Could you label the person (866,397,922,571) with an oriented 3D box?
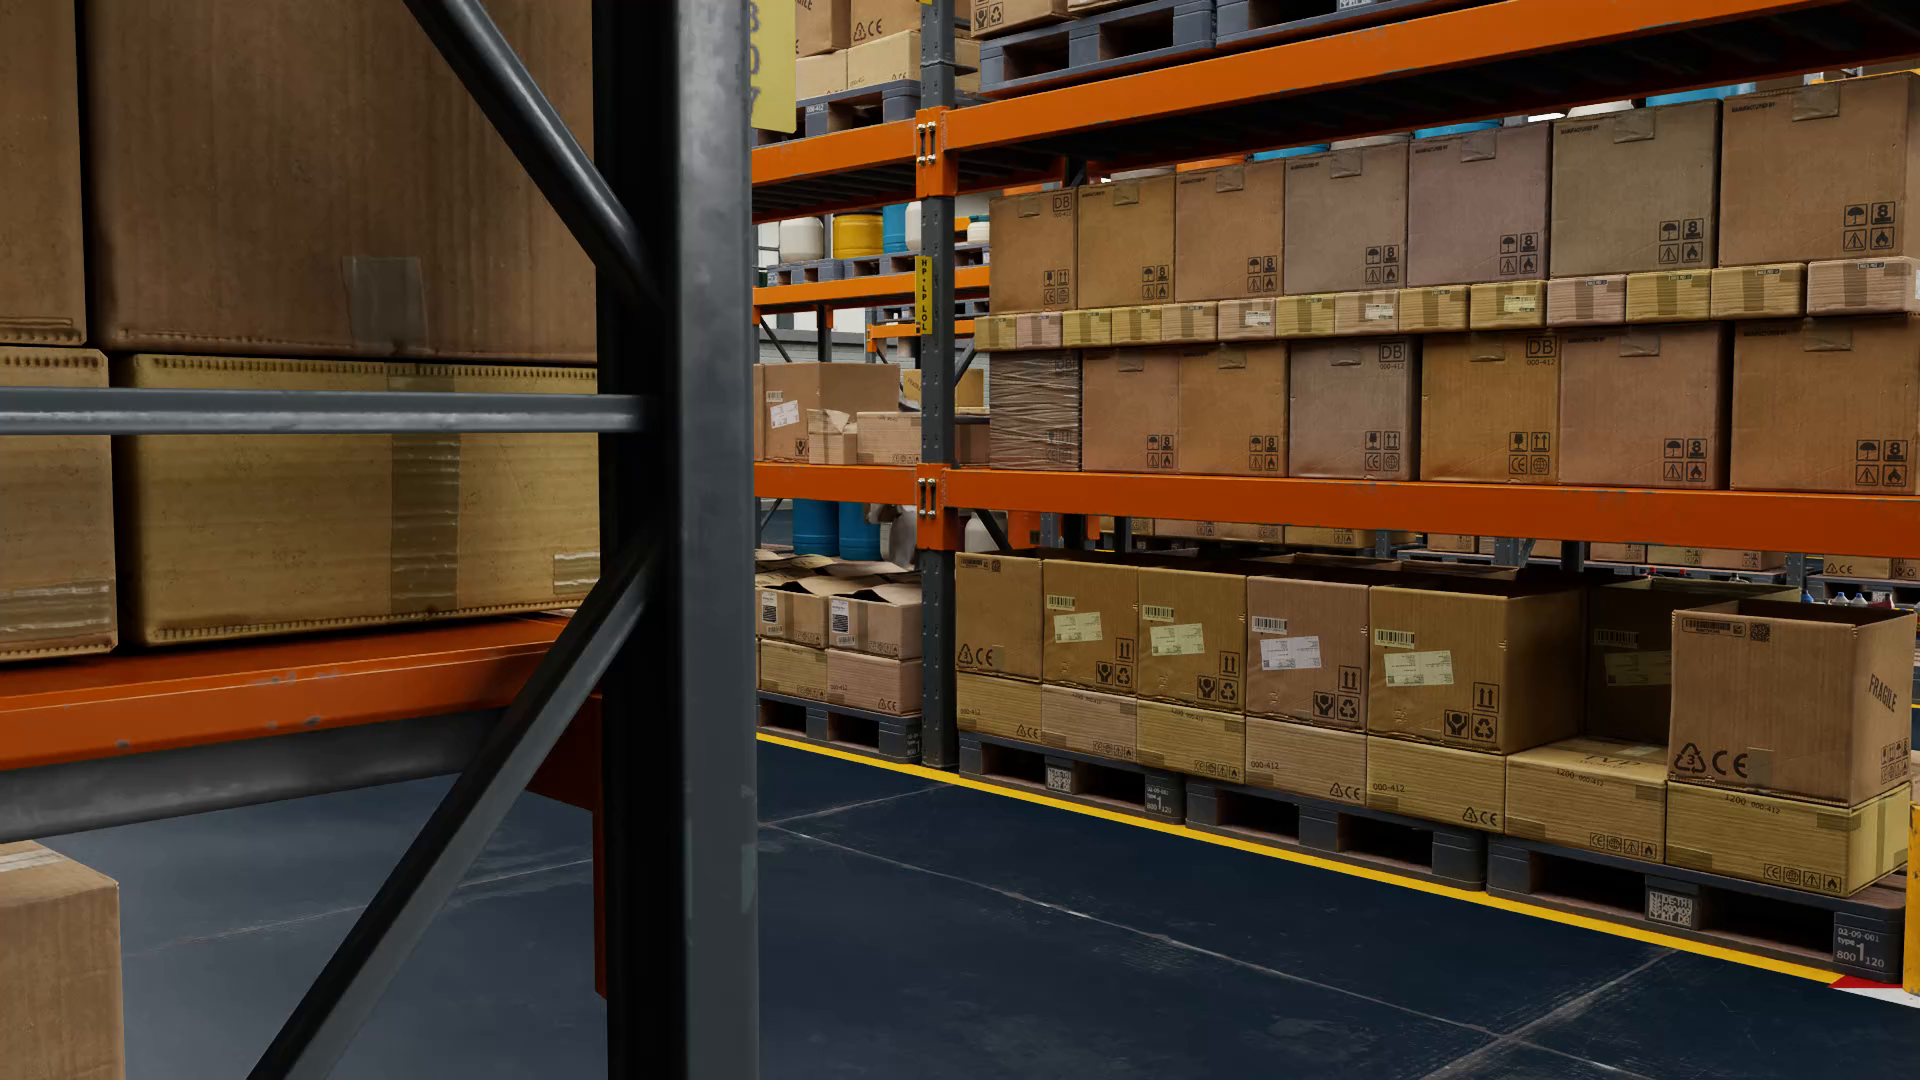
[{"bbox_3d":[-0.378,-0.137,11.421,0.417,1.682,0.528,-4,6,-45],"label":"person"}]
